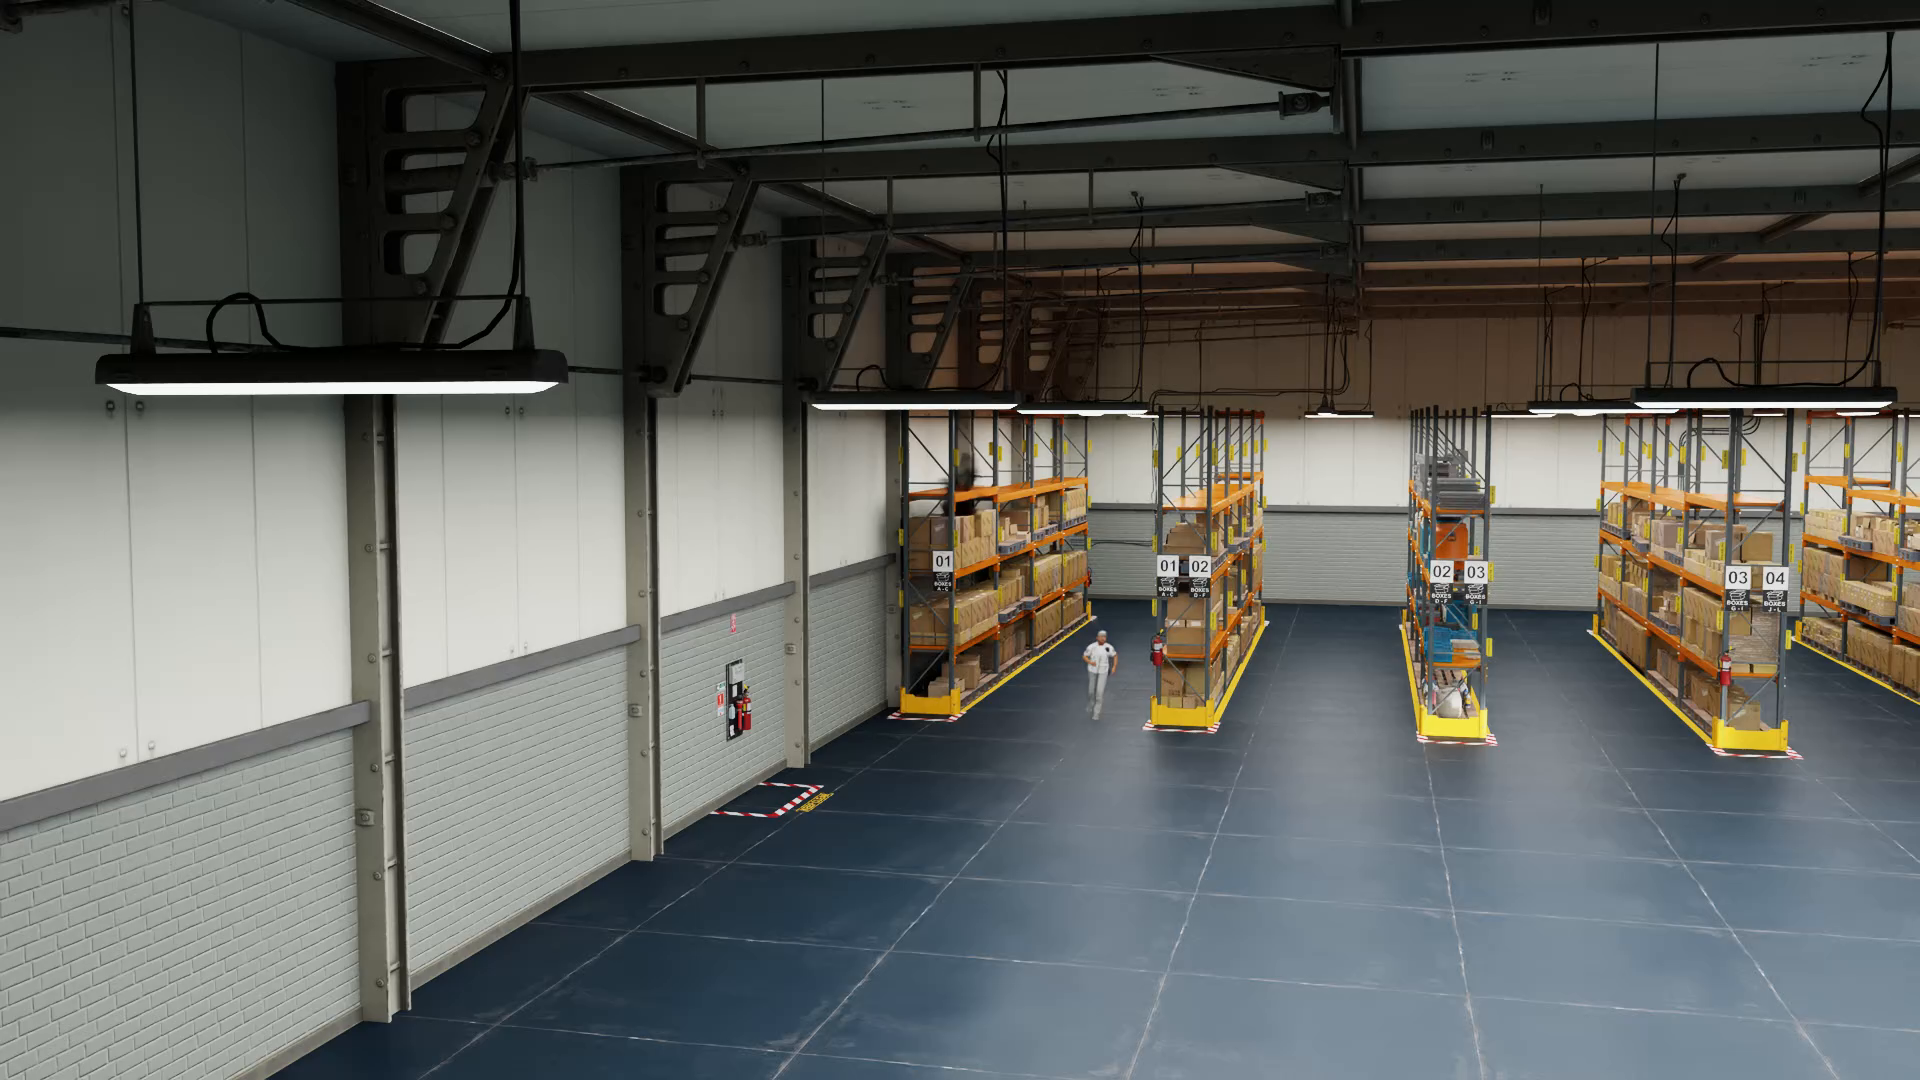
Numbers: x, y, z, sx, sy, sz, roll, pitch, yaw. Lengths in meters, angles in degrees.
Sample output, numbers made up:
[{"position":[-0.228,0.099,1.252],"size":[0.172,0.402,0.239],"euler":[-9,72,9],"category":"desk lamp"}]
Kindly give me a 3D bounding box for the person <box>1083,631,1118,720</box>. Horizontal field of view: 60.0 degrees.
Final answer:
[{"position":[2.689,2.575,31.976],"size":[0.669,1.660,0.847],"euler":[0,4,7],"category":"person"}]
